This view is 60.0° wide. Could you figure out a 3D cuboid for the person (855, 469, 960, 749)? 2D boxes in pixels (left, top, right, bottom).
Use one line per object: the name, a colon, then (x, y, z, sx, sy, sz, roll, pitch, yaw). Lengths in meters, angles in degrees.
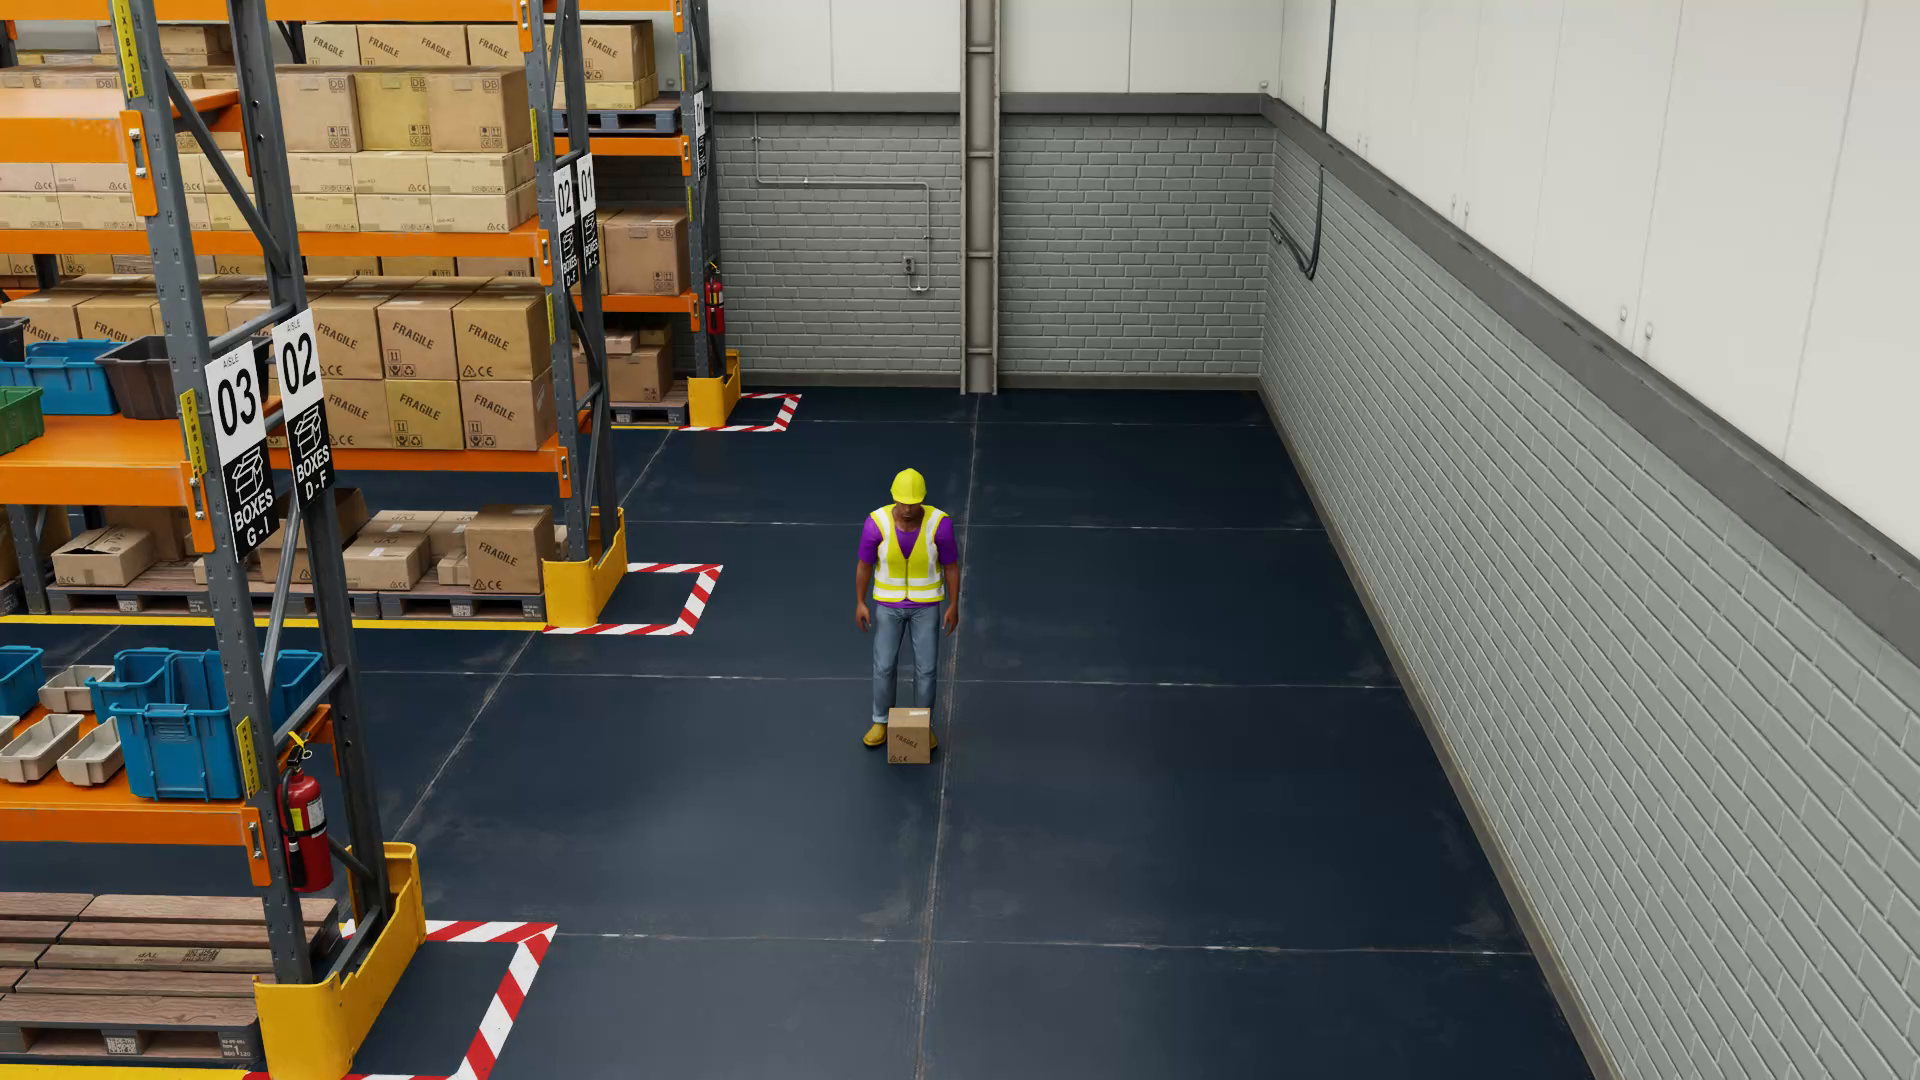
person: (-0.317, 0.396, 10.004, 0.628, 1.760, 0.459, 1, 21, 2)
